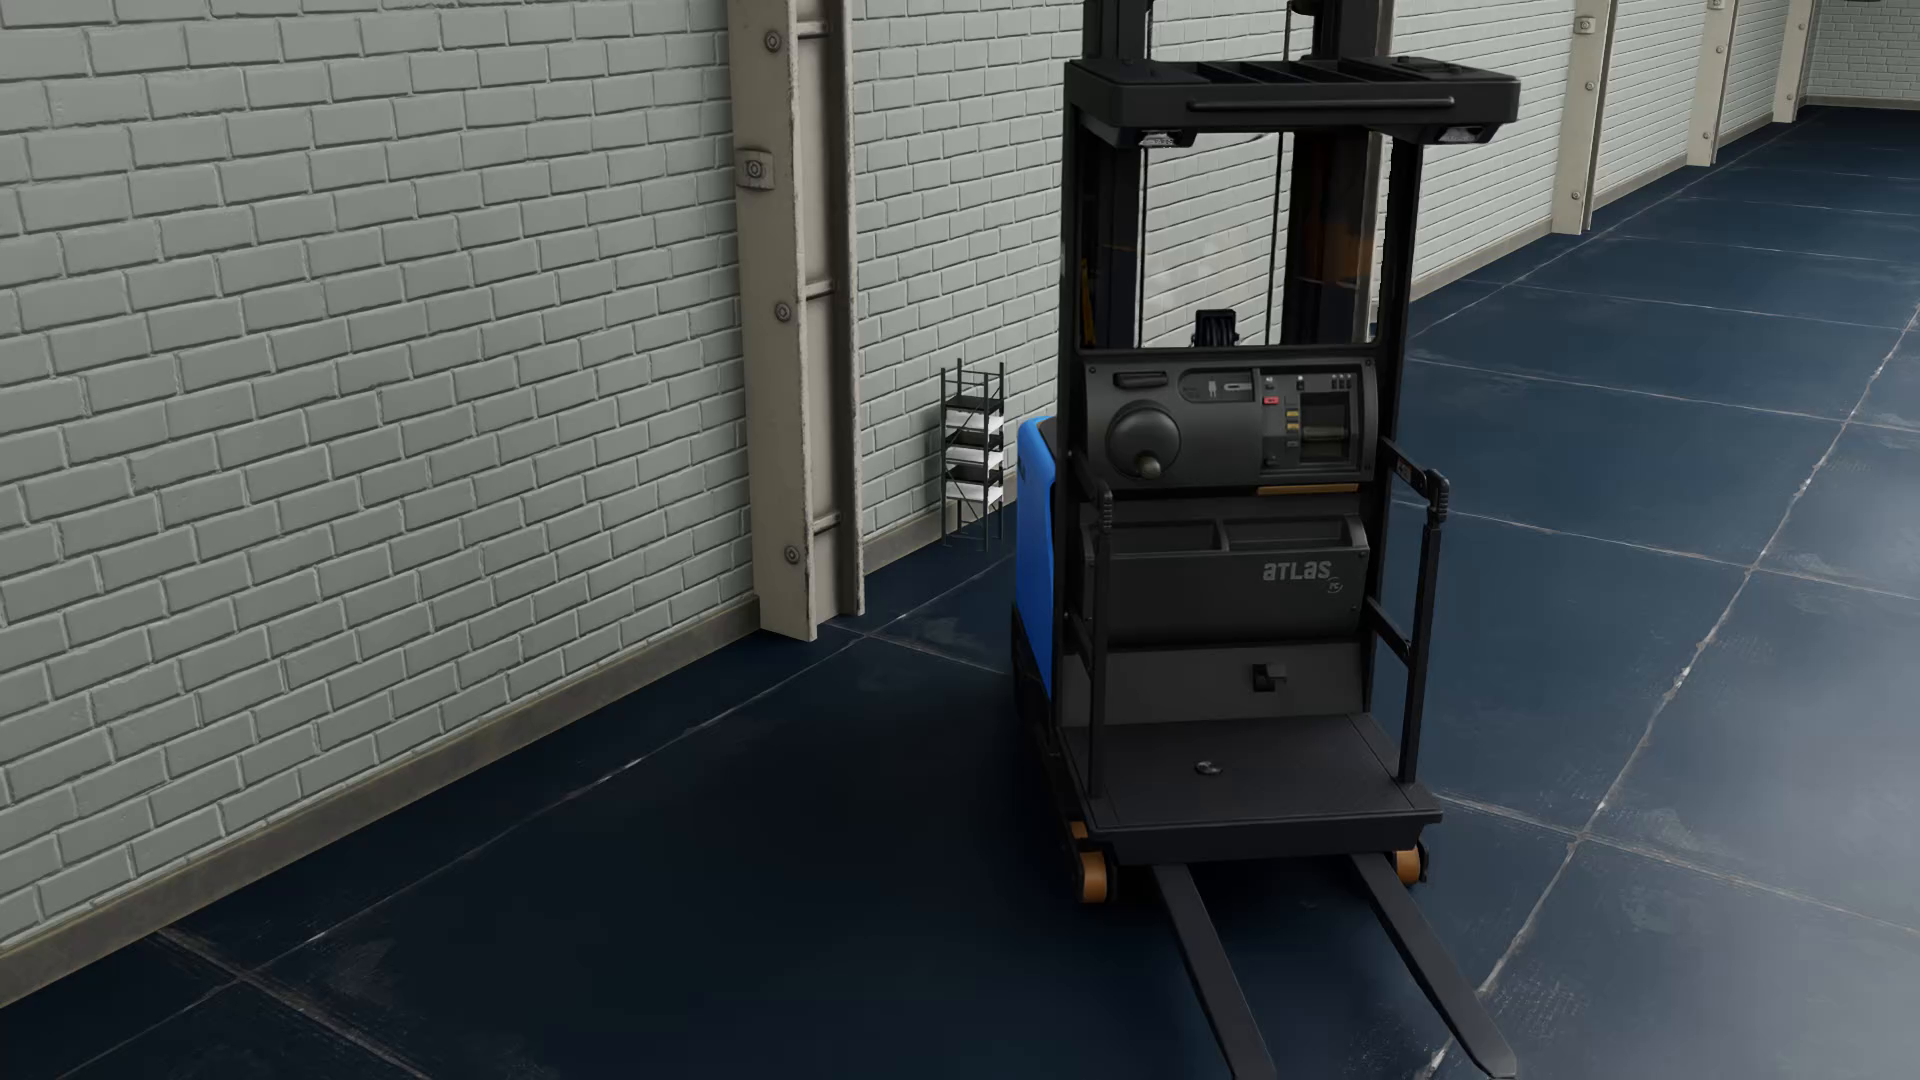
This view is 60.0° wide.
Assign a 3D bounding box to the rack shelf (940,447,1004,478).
[{"bbox_3d":[0.060,-0.379,8.089,0.258,0.077,0.200,8,22,21],"label":"rack shelf"}]

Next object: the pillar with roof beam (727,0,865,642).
[{"bbox_3d":[2.903,-3.033,3.492,9.100,9.000,0.400,13,24,32],"label":"pillar with roof beam"}]

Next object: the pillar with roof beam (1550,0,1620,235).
[{"bbox_3d":[9.649,-6.476,12.800,9.100,9.000,0.400,13,24,32],"label":"pillar with roof beam"}]

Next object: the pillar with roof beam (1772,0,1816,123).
[{"bbox_3d":[16.395,-9.919,22.108,9.100,9.000,0.400,13,24,32],"label":"pillar with roof beam"}]

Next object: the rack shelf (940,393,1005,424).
[{"bbox_3d":[0.060,-0.633,7.996,0.258,0.077,0.200,8,22,21],"label":"rack shelf"}]

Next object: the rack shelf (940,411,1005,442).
[{"bbox_3d":[0.060,-0.548,8.027,0.258,0.077,0.200,8,22,21],"label":"rack shelf"}]

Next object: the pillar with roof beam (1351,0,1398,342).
[{"bbox_3d":[6.276,-4.754,8.146,9.100,9.000,0.400,13,24,32],"label":"pillar with roof beam"}]

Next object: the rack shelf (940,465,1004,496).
[{"bbox_3d":[0.060,-0.295,8.120,0.258,0.077,0.200,8,22,21],"label":"rack shelf"}]

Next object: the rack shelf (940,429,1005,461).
[{"bbox_3d":[0.060,-0.464,8.058,0.258,0.077,0.200,8,22,21],"label":"rack shelf"}]

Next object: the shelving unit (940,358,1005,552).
[{"bbox_3d":[0.060,-0.411,8.077,0.258,0.900,0.210,8,22,21],"label":"shelving unit"}]

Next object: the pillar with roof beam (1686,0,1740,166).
[{"bbox_3d":[13.022,-8.197,17.454,9.100,9.000,0.400,13,24,32],"label":"pillar with roof beam"}]

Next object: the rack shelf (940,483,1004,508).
[{"bbox_3d":[0.060,-0.210,8.151,0.258,0.077,0.200,8,22,21],"label":"rack shelf"}]

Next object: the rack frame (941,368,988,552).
[{"bbox_3d":[0.021,-0.378,7.989,0.240,0.900,0.006,8,22,21],"label":"rack frame"}]

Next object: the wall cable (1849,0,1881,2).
[{"bbox_3d":[15.584,-9.889,26.505,3.097,2.526,0.112,13,24,32],"label":"wall cable"}]

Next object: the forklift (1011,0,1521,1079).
[{"bbox_3d":[0.877,-0.362,5.019,1.130,2.935,3.031,-2,20,-6],"label":"forklift"}]

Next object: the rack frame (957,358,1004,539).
[{"bbox_3d":[0.099,-0.443,8.166,0.240,0.900,0.006,8,22,21],"label":"rack frame"}]
